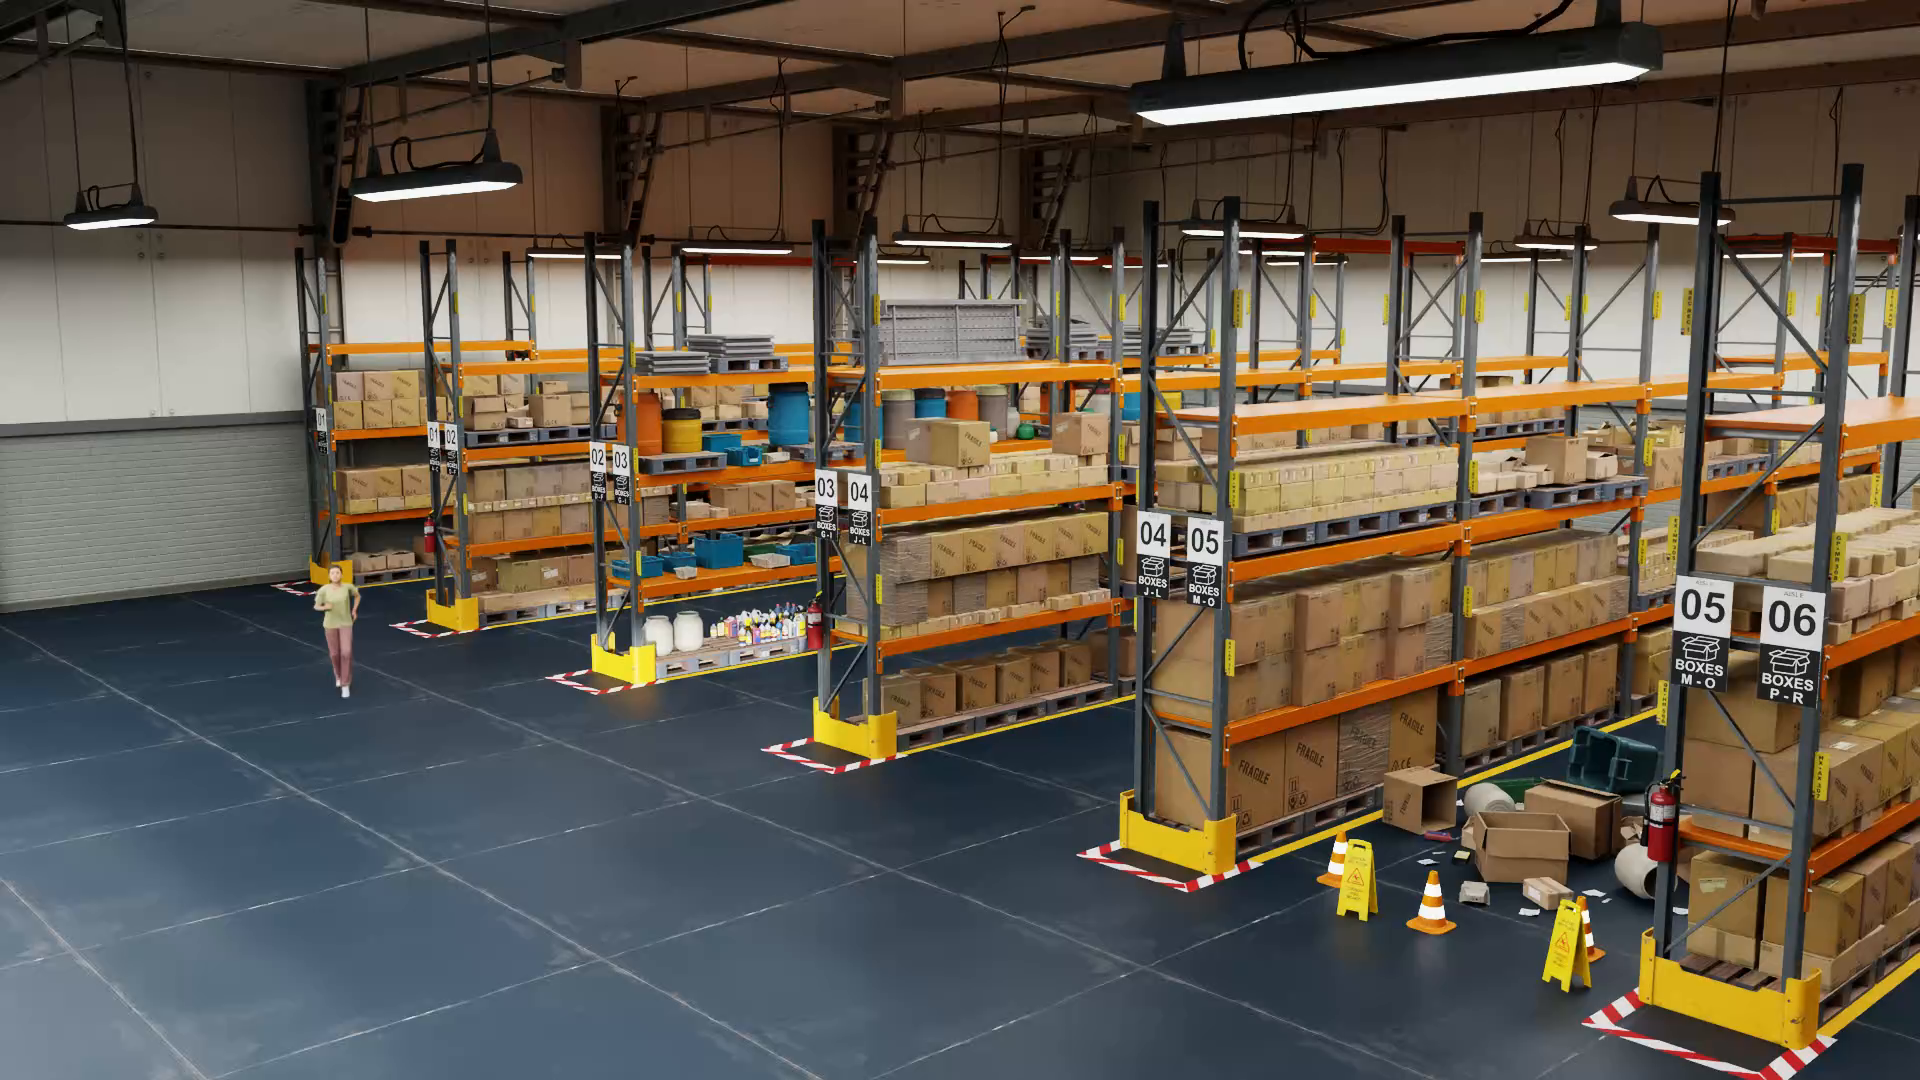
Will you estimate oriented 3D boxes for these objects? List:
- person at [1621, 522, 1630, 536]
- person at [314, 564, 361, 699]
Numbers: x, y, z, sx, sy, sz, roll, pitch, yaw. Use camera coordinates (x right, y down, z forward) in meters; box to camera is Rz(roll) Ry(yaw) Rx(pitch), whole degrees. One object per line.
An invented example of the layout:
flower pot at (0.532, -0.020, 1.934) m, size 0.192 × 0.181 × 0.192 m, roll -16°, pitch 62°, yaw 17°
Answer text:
person at (10.108, 0.614, 25.034) m, size 0.867 × 1.761 × 0.675 m, roll -6°, pitch 10°, yaw -37°
person at (-8.100, 1.155, 21.665) m, size 0.565 × 1.703 × 0.814 m, roll -3°, pitch 9°, yaw -17°
